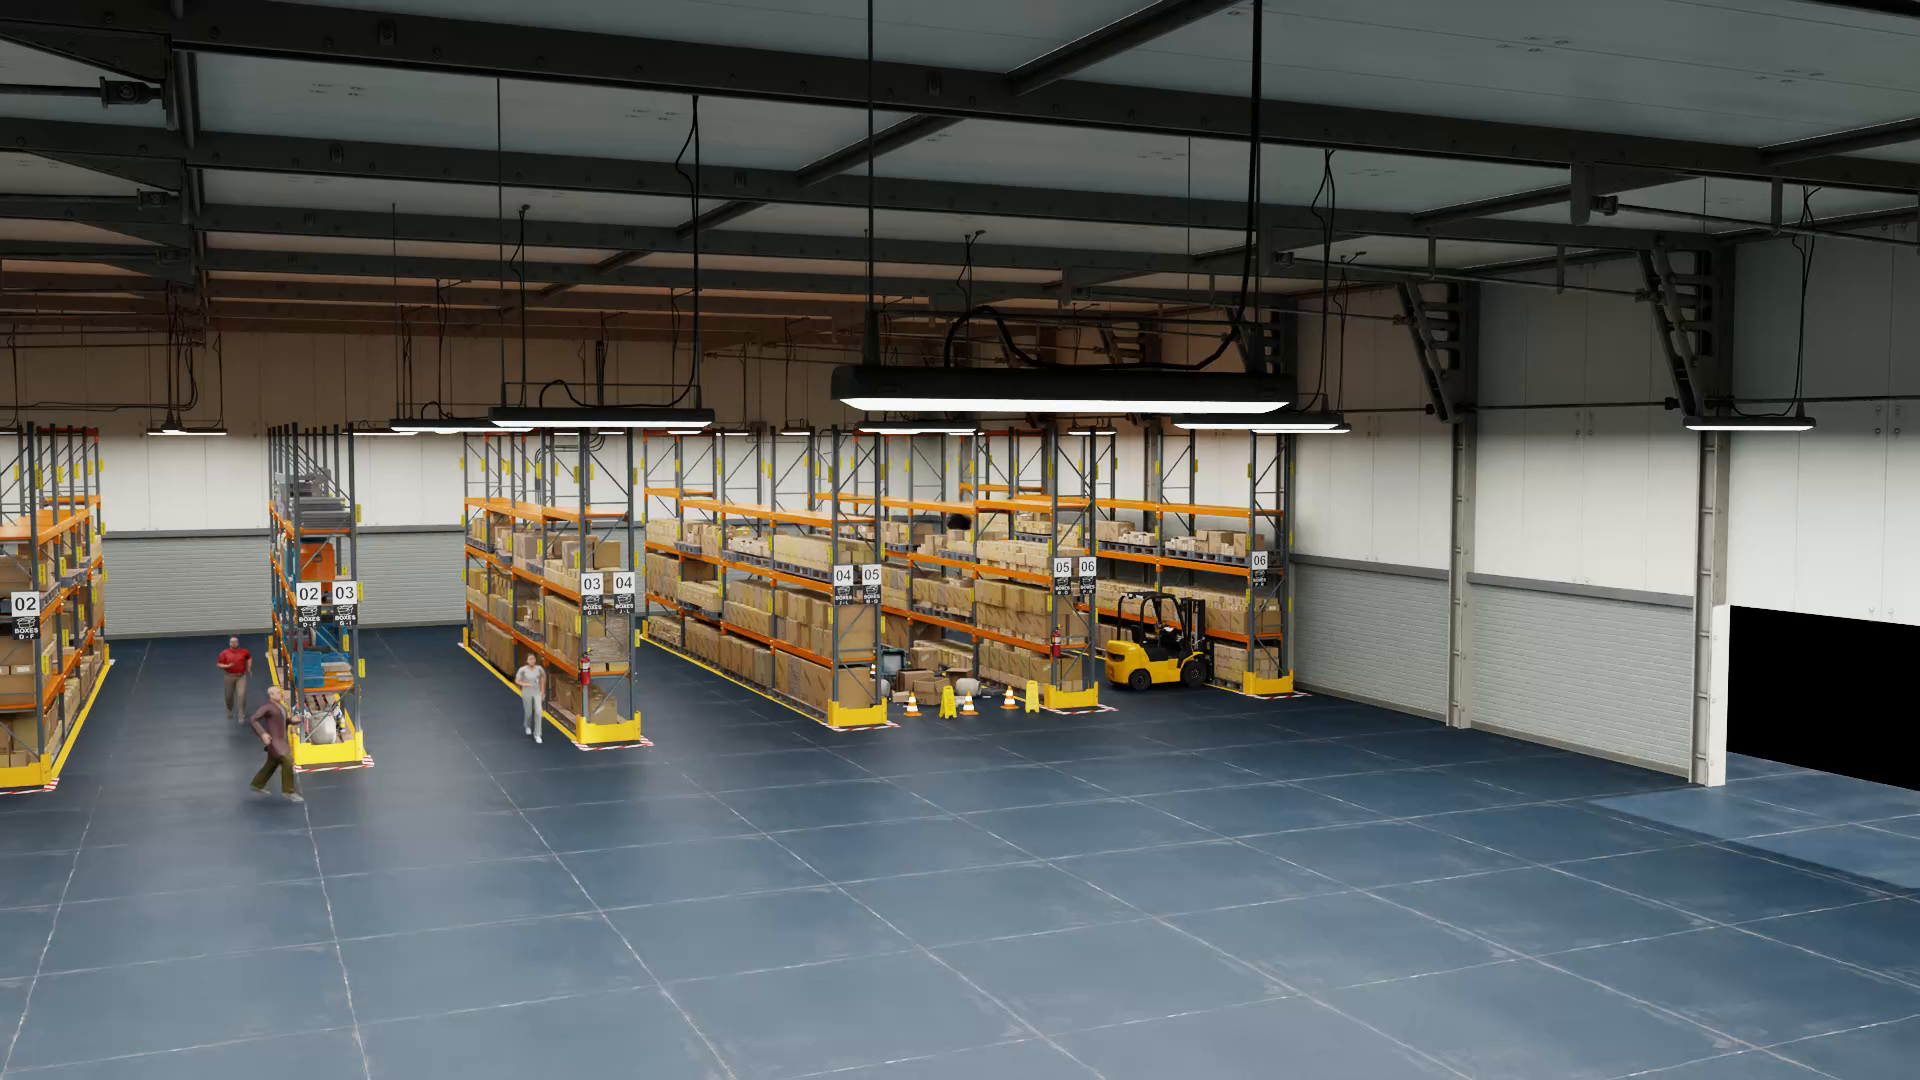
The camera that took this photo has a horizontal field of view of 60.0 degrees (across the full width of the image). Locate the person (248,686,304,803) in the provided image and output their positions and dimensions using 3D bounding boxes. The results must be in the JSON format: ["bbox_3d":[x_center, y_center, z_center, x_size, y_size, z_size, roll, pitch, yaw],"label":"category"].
[{"bbox_3d":[-10.793,3.218,26.203,0.926,1.831,0.679,0,3,-3],"label":"person"}]

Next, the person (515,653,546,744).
[{"bbox_3d":[-8.140,2.964,31.553,0.601,1.675,0.931,-2,4,-25],"label":"person"}]

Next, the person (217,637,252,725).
[{"bbox_3d":[-14.569,2.799,33.403,0.642,1.714,0.987,-2,4,-27],"label":"person"}]

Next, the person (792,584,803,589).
[{"bbox_3d":[-4.927,1.797,51.096,0.650,1.695,0.612,-1,4,-15],"label":"person"}]
